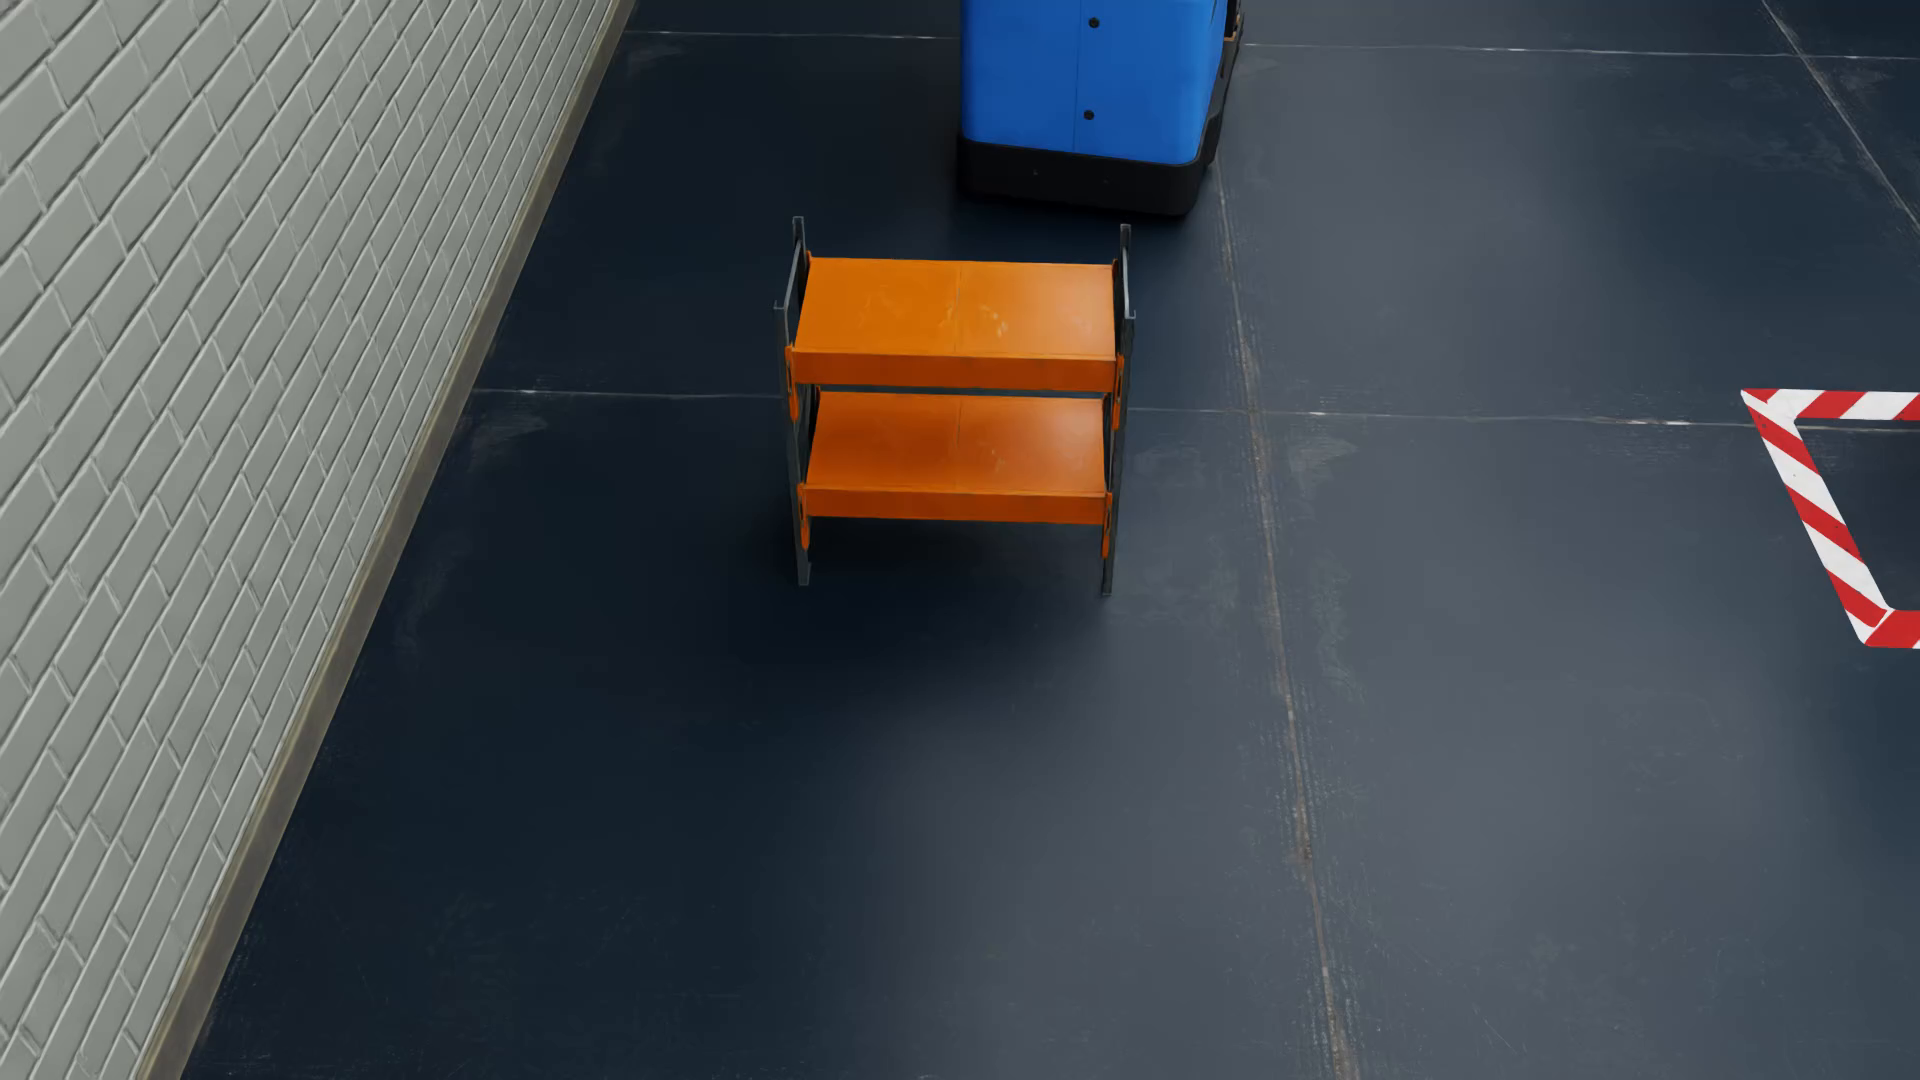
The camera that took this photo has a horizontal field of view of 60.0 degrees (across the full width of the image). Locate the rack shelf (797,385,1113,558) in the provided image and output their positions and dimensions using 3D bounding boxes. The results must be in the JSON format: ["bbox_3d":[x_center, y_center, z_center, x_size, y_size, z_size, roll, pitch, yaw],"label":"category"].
[{"bbox_3d":[-0.007,-0.233,5.533,1.000,0.278,0.538,2,43,2],"label":"rack shelf"}]

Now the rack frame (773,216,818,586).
[{"bbox_3d":[-0.515,-0.427,5.384,0.032,1.125,0.500,2,43,2],"label":"rack frame"}]

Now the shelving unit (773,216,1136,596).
[{"bbox_3d":[-0.007,-0.412,5.367,1.048,1.125,0.538,2,43,2],"label":"shelving unit"}]

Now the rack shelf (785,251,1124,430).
[{"bbox_3d":[-0.007,-0.626,5.167,1.000,0.278,0.538,2,43,2],"label":"rack shelf"}]

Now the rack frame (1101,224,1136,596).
[{"bbox_3d":[0.501,-0.396,5.350,0.032,1.125,0.500,2,43,2],"label":"rack frame"}]

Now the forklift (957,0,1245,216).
[{"bbox_3d":[0.820,-3.483,7.339,1.130,2.935,3.031,9,44,10],"label":"forklift"}]
